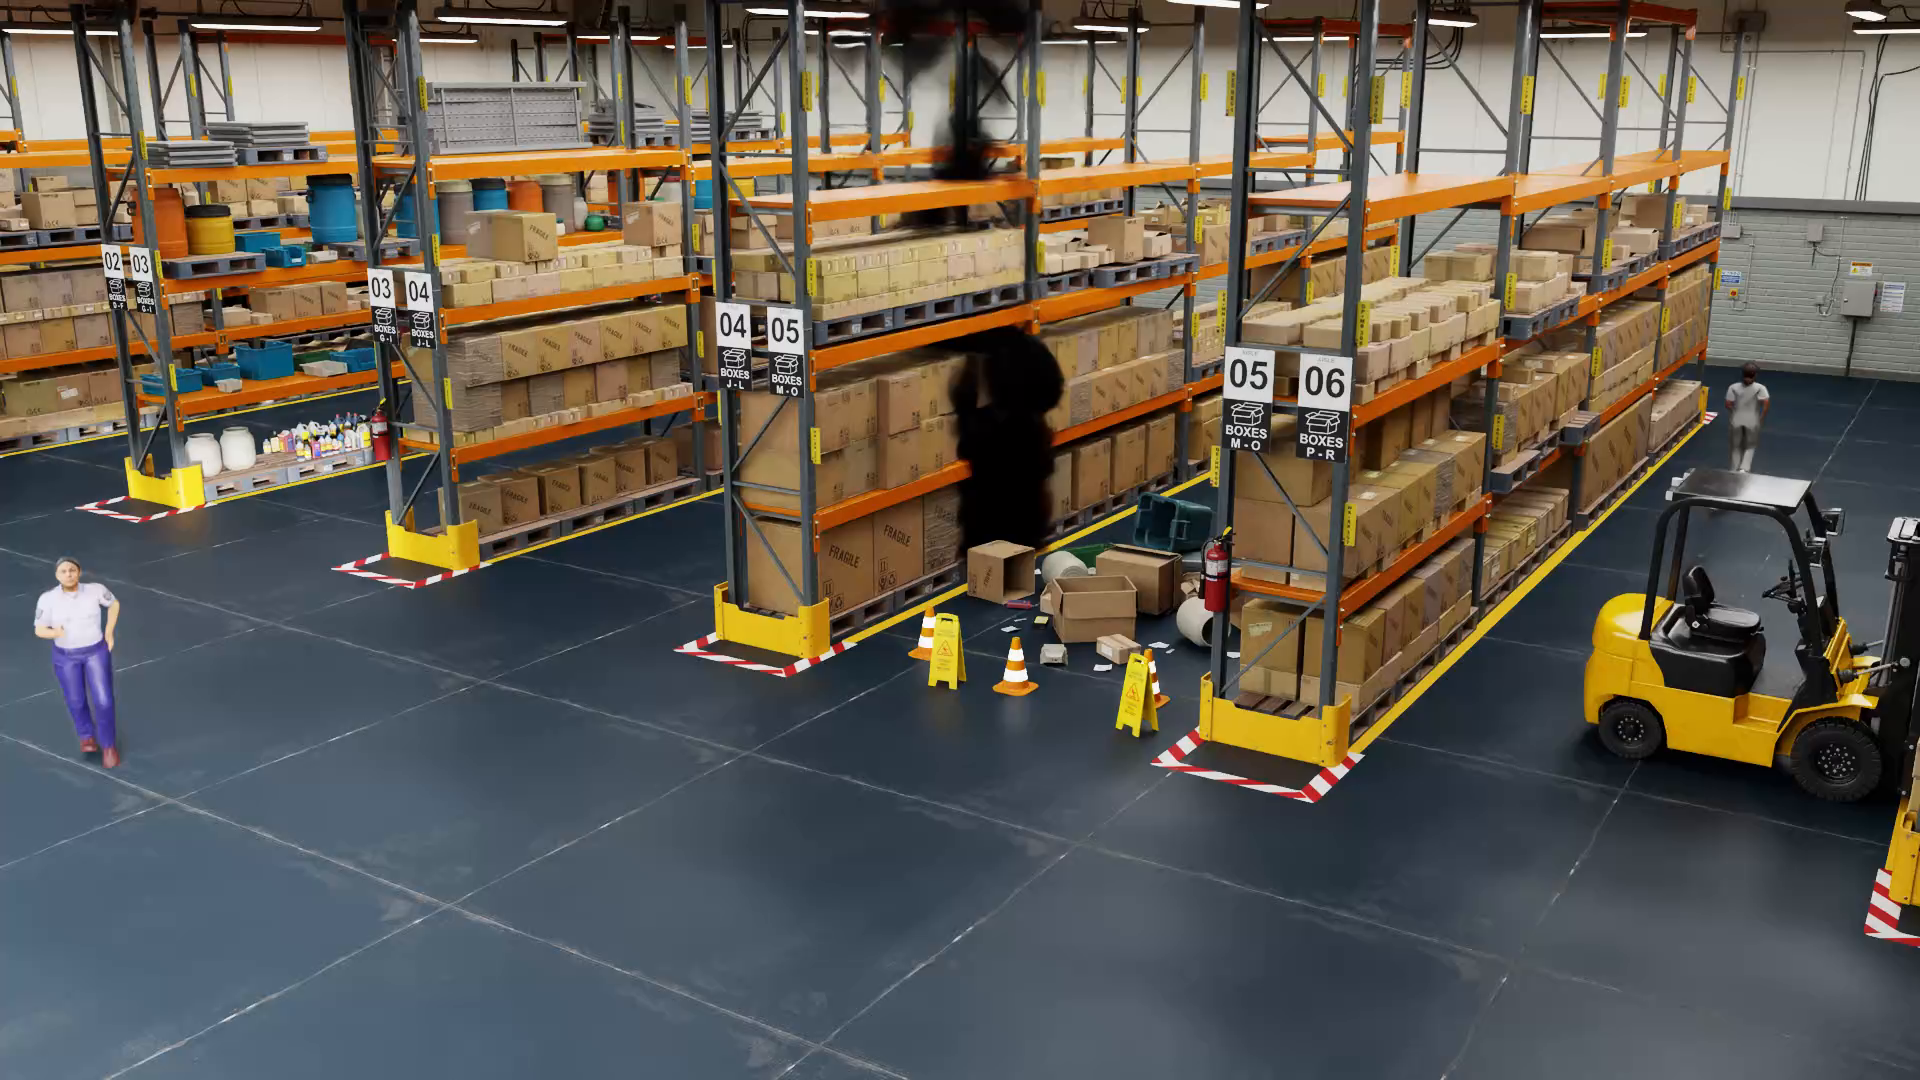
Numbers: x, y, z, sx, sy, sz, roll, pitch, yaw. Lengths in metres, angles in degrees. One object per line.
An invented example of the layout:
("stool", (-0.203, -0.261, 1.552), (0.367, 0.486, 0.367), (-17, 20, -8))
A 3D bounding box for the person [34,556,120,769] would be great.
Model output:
("person", (-6.743, 0.949, 12.792), (0.582, 1.695, 0.680), (-7, 17, -24))

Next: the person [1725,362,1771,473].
("person", (10.155, -1.477, 21.499), (0.545, 1.623, 0.514), (9, 18, 28))
